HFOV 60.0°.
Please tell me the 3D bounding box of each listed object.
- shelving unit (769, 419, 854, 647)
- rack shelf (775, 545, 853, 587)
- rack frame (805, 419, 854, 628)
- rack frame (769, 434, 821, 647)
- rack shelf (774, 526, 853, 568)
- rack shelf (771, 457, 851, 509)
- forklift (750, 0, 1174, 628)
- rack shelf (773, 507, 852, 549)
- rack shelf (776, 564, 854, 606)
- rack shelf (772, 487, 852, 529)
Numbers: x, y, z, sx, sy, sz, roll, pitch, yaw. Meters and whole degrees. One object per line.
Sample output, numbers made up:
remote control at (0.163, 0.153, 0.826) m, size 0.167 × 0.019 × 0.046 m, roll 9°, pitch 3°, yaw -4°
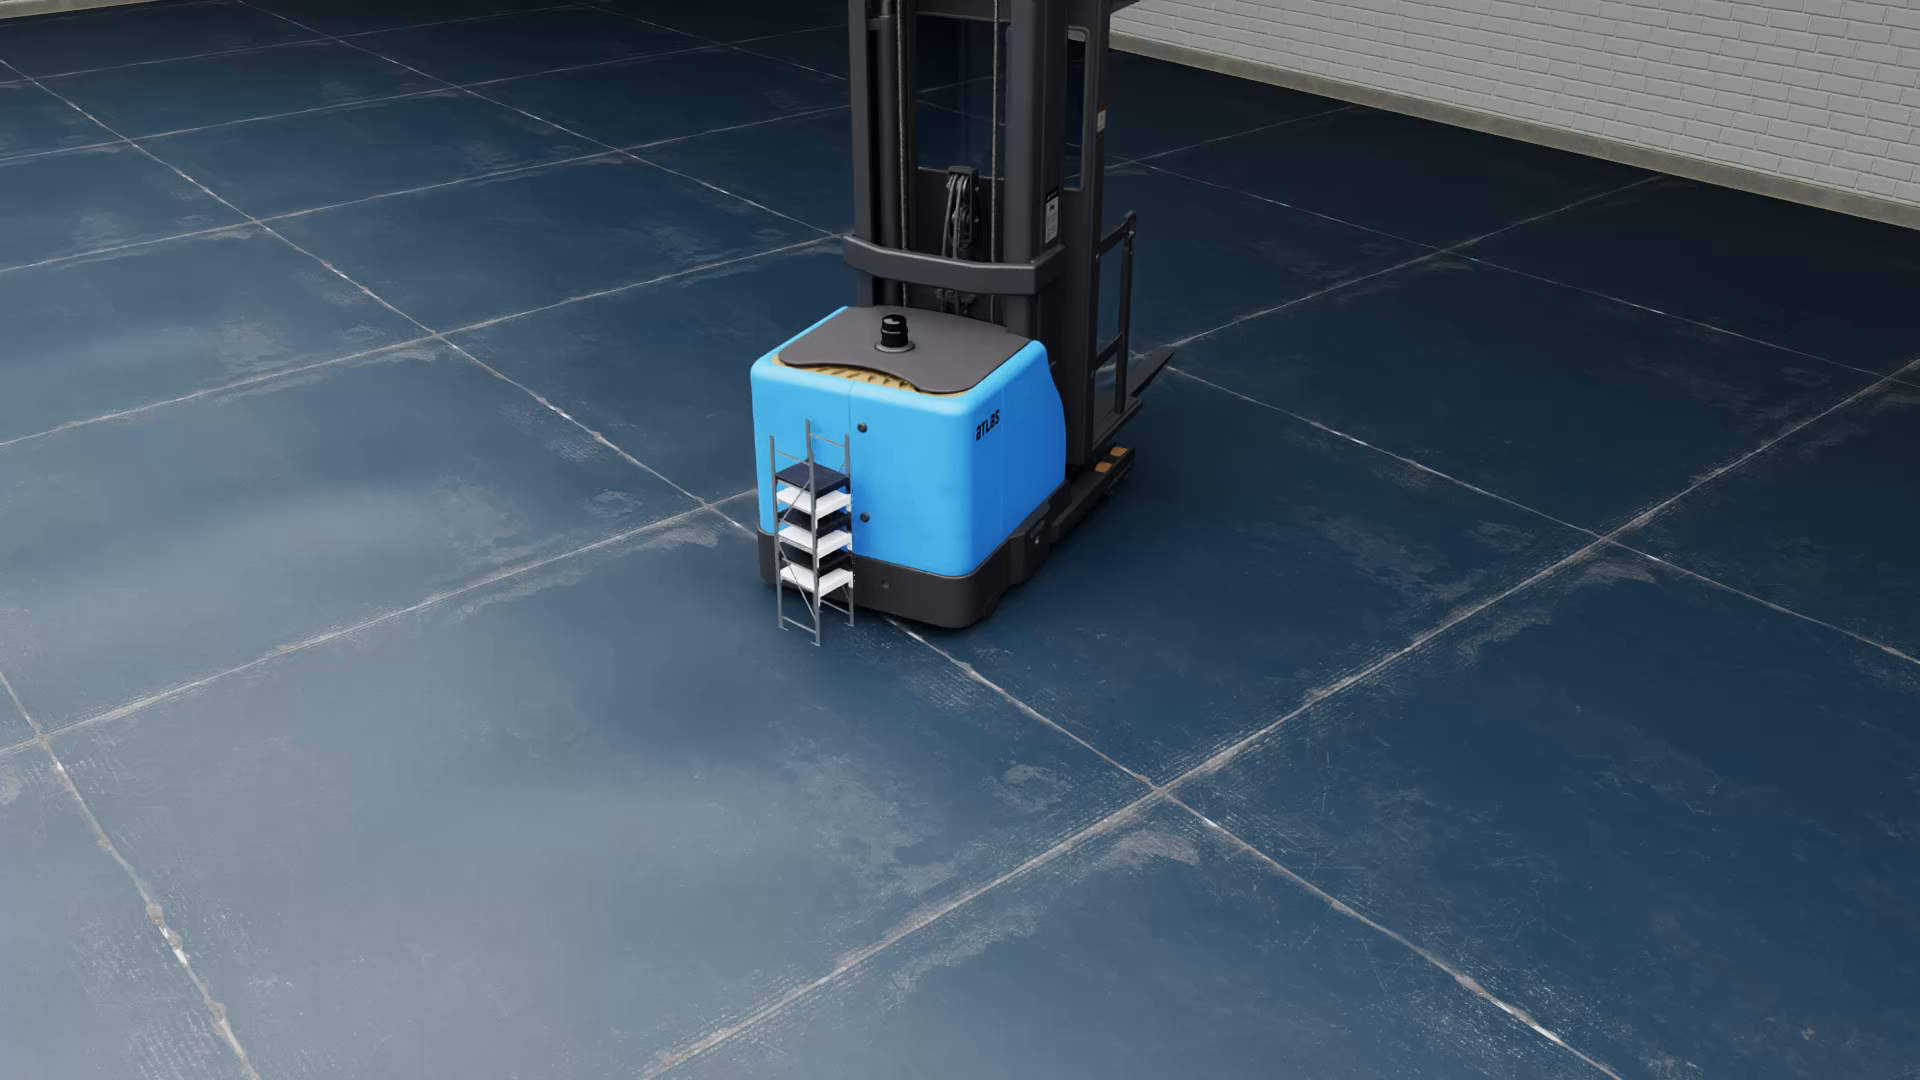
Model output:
shelving unit at (-0.604, -0.024, 6.836) m, size 0.258 × 0.900 × 0.210 m, roll 22°, pitch 35°, yaw 34°
rack shelf at (-0.605, 0.085, 6.895) m, size 0.258 × 0.077 × 0.200 m, roll 22°, pitch 35°, yaw 34°
rack frame at (-0.539, -0.060, 6.905) m, size 0.240 × 0.900 × 0.006 m, roll 22°, pitch 35°, yaw 34°
rack frame at (-0.669, 0.013, 6.767) m, size 0.240 × 0.900 × 0.006 m, roll 22°, pitch 35°, yaw 34°
rack shelf at (-0.604, 0.006, 6.852) m, size 0.258 × 0.077 × 0.200 m, roll 22°, pitch 35°, yaw 34°
rack shelf at (-0.602, -0.231, 6.723) m, size 0.258 × 0.077 × 0.200 m, roll 22°, pitch 35°, yaw 34°
forklift at (0.223, -1.594, 7.623) m, size 1.130 × 2.935 × 3.031 m, roll 13°, pitch 31°, yaw 23°
rack shelf at (-0.603, -0.073, 6.809) m, size 0.258 × 0.077 × 0.200 m, roll 22°, pitch 35°, yaw 34°
rack shelf at (-0.606, 0.164, 6.938) m, size 0.258 × 0.077 × 0.200 m, roll 22°, pitch 35°, yaw 34°
rack shelf at (-0.603, -0.152, 6.766) m, size 0.258 × 0.077 × 0.200 m, roll 22°, pitch 35°, yaw 34°
